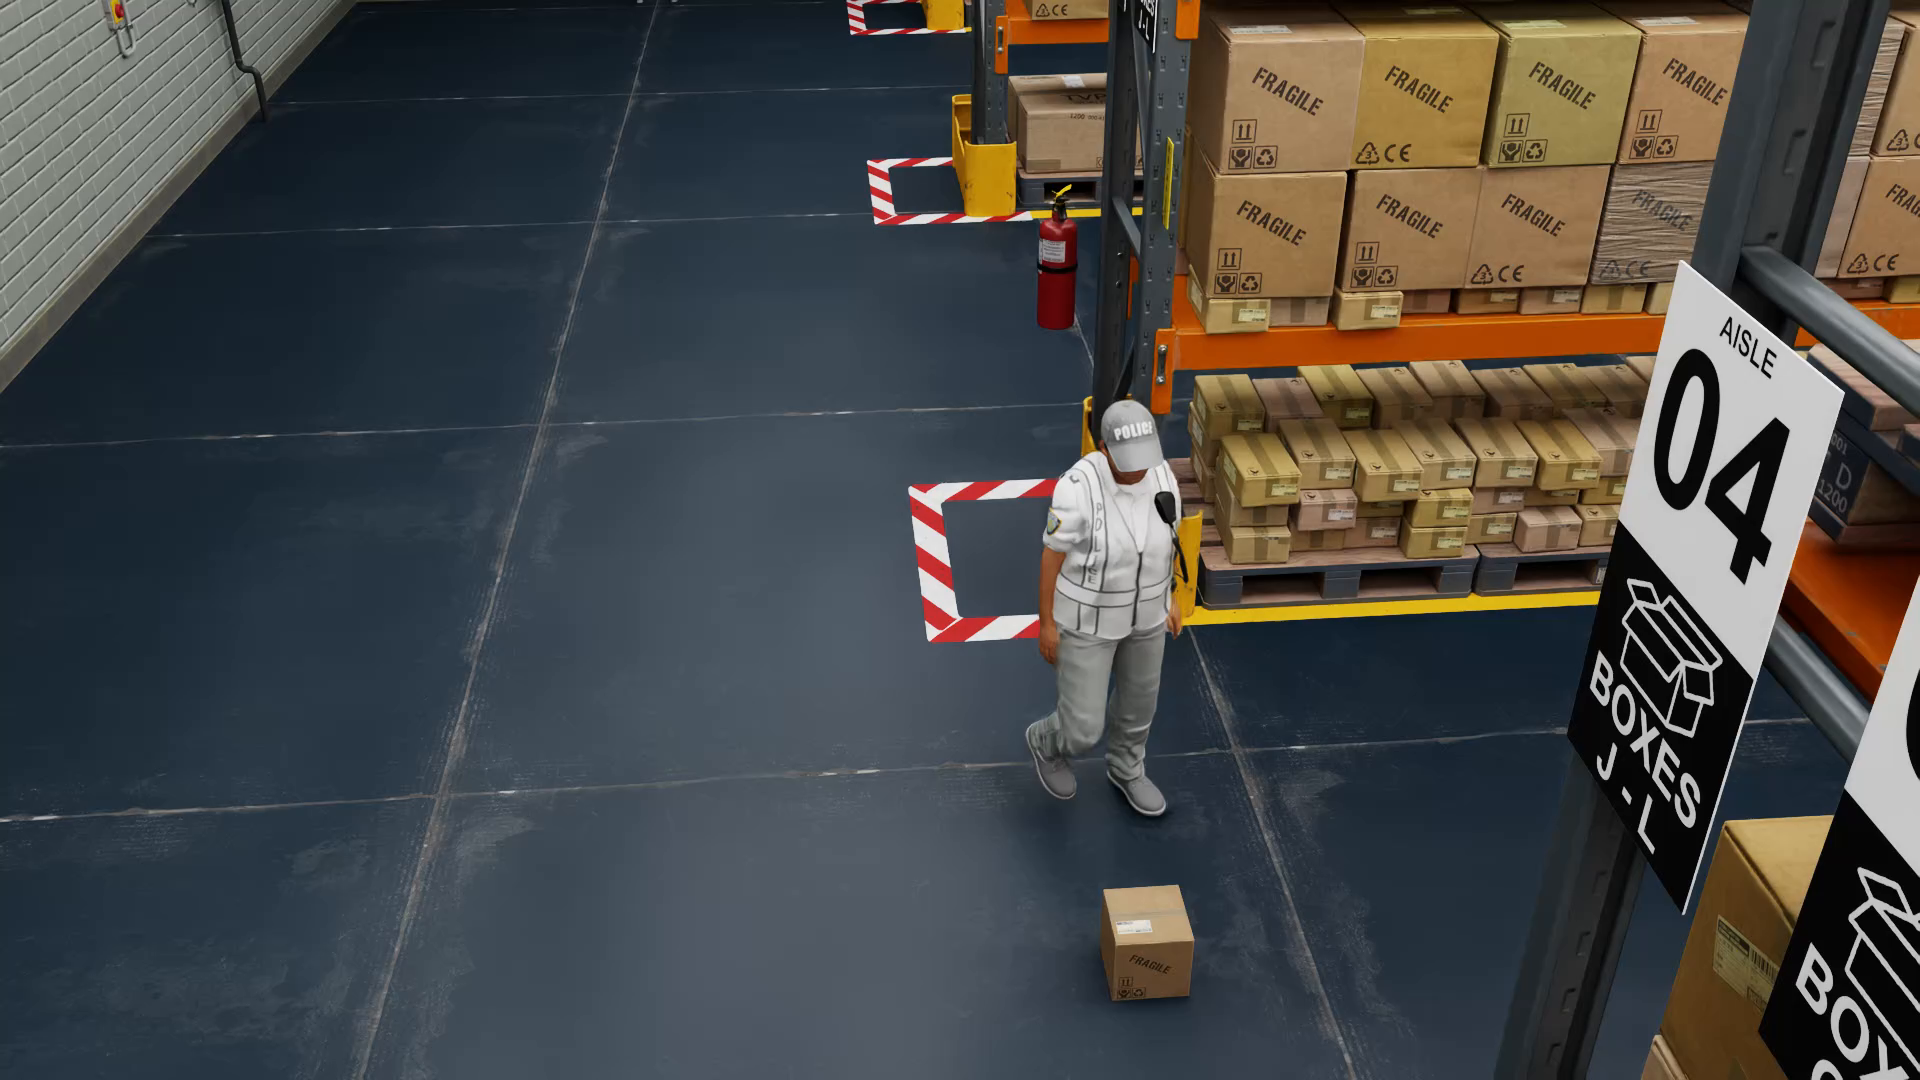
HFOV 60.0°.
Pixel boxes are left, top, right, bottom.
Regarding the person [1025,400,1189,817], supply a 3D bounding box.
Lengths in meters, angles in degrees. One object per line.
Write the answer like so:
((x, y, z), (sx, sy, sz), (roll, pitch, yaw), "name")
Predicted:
((0.520, 0.249, 5.685), (0.548, 1.661, 0.479), (-14, 34, -22), "person")
